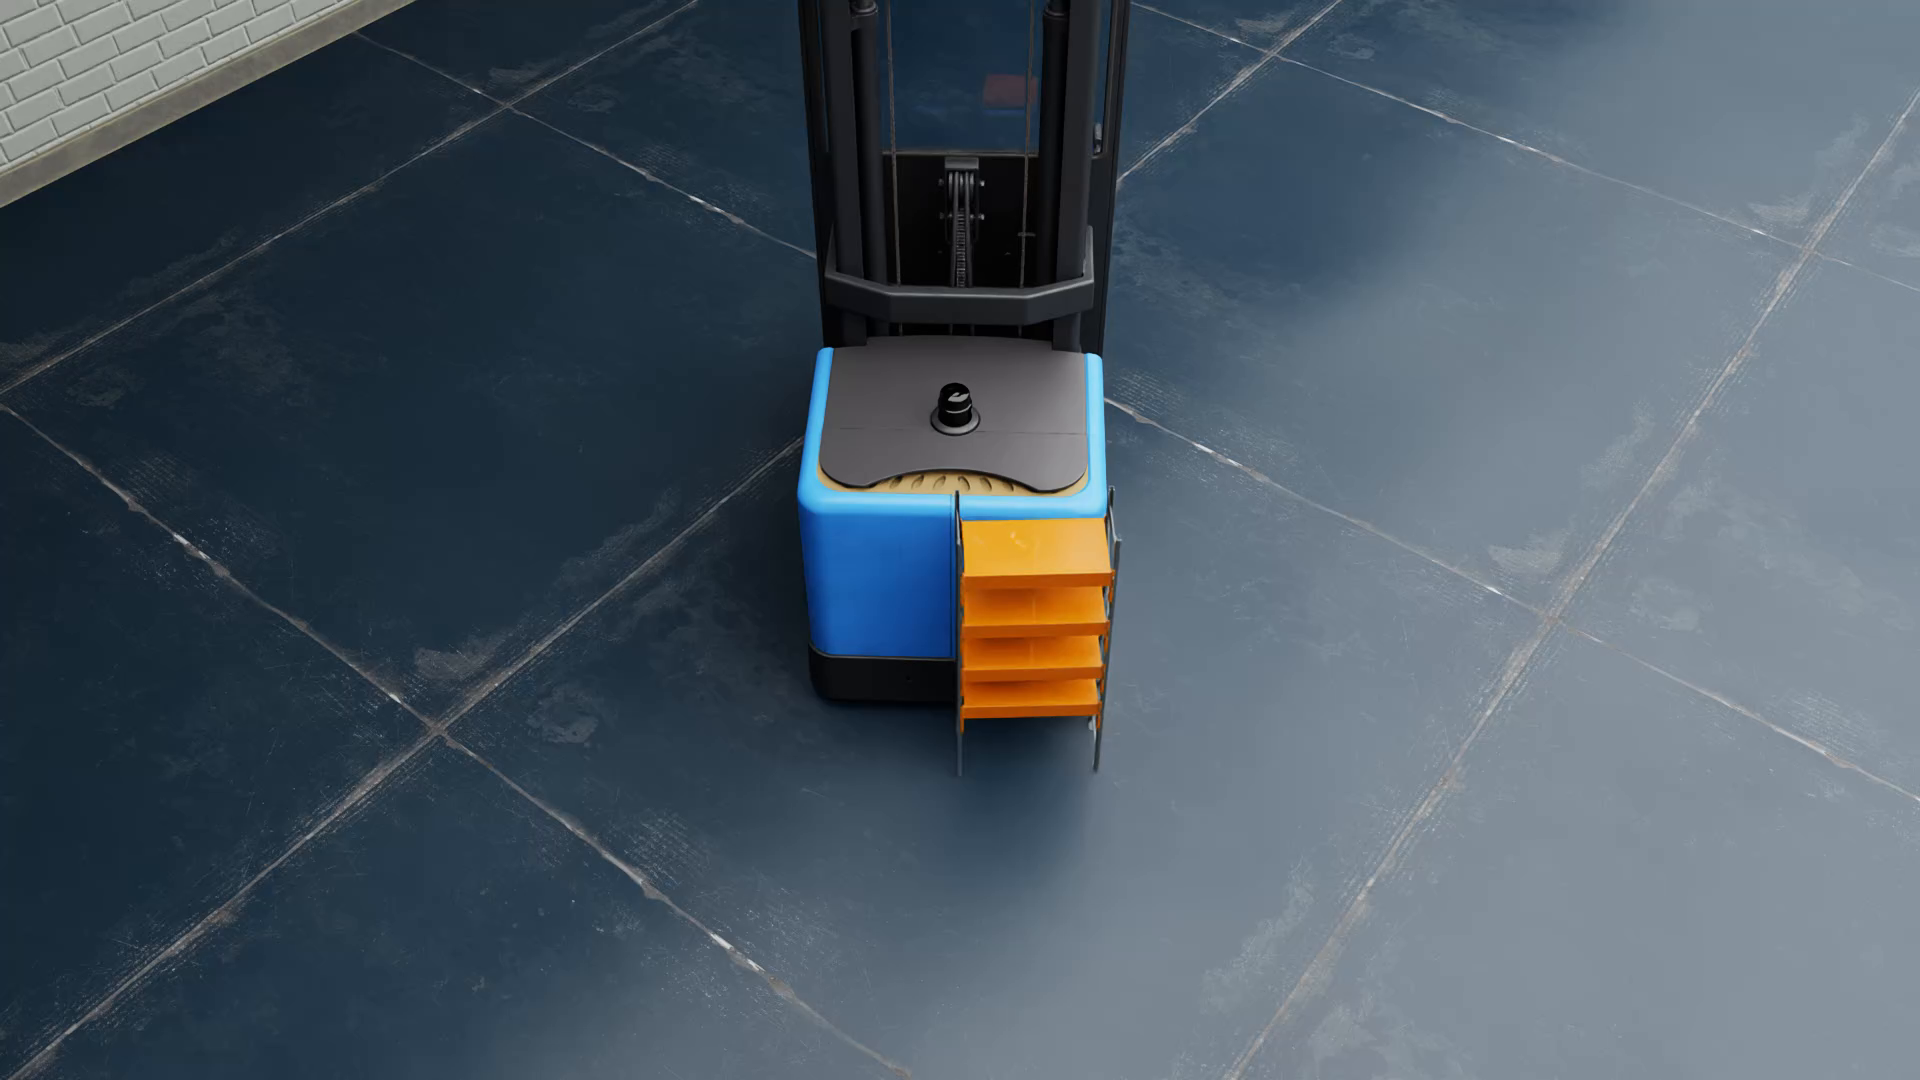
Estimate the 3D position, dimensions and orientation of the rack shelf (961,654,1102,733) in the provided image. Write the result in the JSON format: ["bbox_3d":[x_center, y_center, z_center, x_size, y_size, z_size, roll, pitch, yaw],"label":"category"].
[{"bbox_3d":[0.239,0.521,5.790,0.480,0.148,0.258,-1,46,-1],"label":"rack shelf"}]

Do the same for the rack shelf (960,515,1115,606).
[{"bbox_3d":[0.239,0.065,5.314,0.480,0.148,0.258,-1,46,-1],"label":"rack shelf"}]

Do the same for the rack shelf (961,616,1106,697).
[{"bbox_3d":[0.239,0.384,5.646,0.480,0.148,0.258,-1,46,-1],"label":"rack shelf"}]

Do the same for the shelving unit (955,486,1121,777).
[{"bbox_3d":[0.239,0.337,5.598,0.503,1.200,0.258,-1,46,-1],"label":"shelving unit"}]

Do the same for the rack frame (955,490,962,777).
[{"bbox_3d":[-0.005,0.343,5.592,0.015,1.200,0.240,-1,46,-1],"label":"rack frame"}]

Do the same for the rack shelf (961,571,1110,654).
[{"bbox_3d":[0.239,0.229,5.485,0.480,0.148,0.258,-1,46,-1],"label":"rack shelf"}]

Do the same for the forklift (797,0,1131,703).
[{"bbox_3d":[0.022,-1.463,6.121,1.130,2.935,3.031,1,46,1],"label":"forklift"}]

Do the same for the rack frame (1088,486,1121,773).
[{"bbox_3d":[0.483,0.331,5.604,0.015,1.200,0.240,-1,46,-1],"label":"rack frame"}]
